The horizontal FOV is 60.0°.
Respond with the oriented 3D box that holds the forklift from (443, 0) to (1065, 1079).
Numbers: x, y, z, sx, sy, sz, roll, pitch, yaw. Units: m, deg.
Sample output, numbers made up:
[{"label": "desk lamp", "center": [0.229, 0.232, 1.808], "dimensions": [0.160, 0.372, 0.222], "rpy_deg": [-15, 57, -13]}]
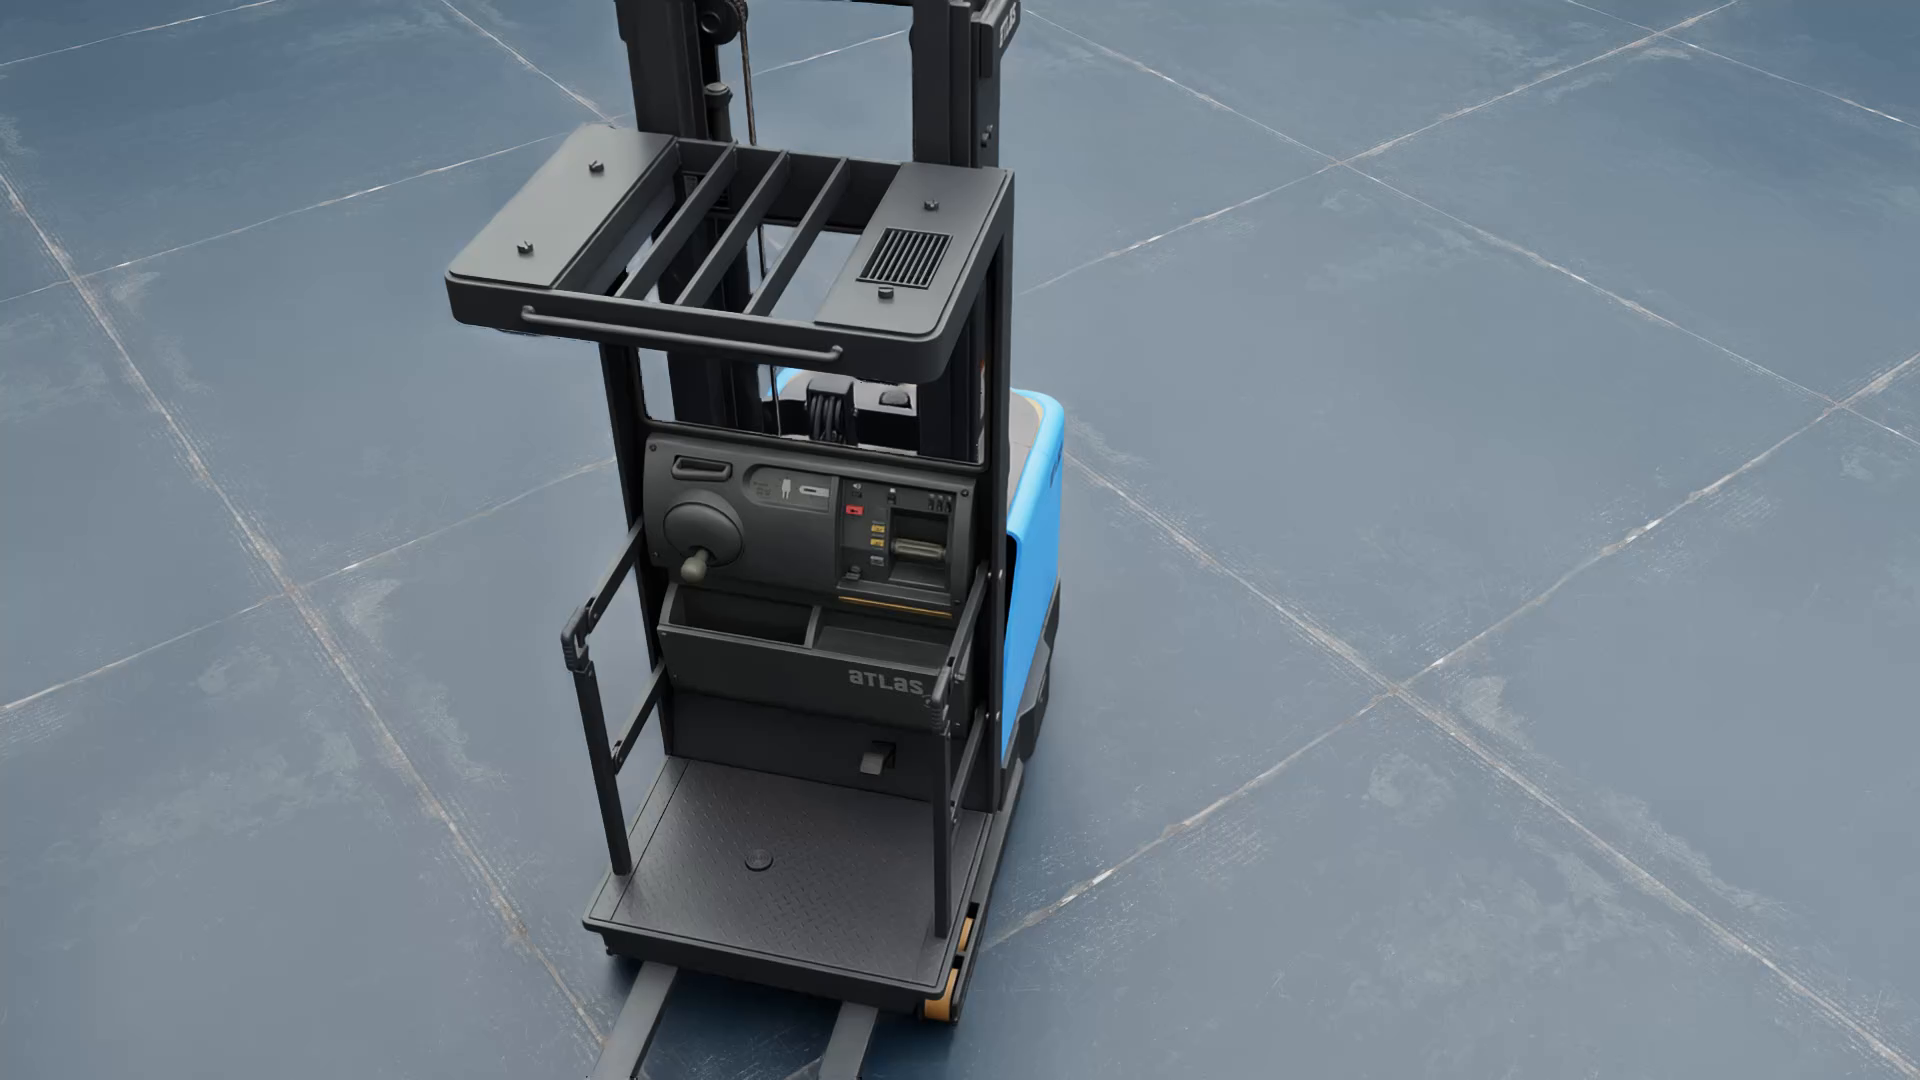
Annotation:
[{"label": "forklift", "center": [-0.469, 0.038, 4.392], "dimensions": [1.130, 2.935, 3.031], "rpy_deg": [9, 40, 10]}]
